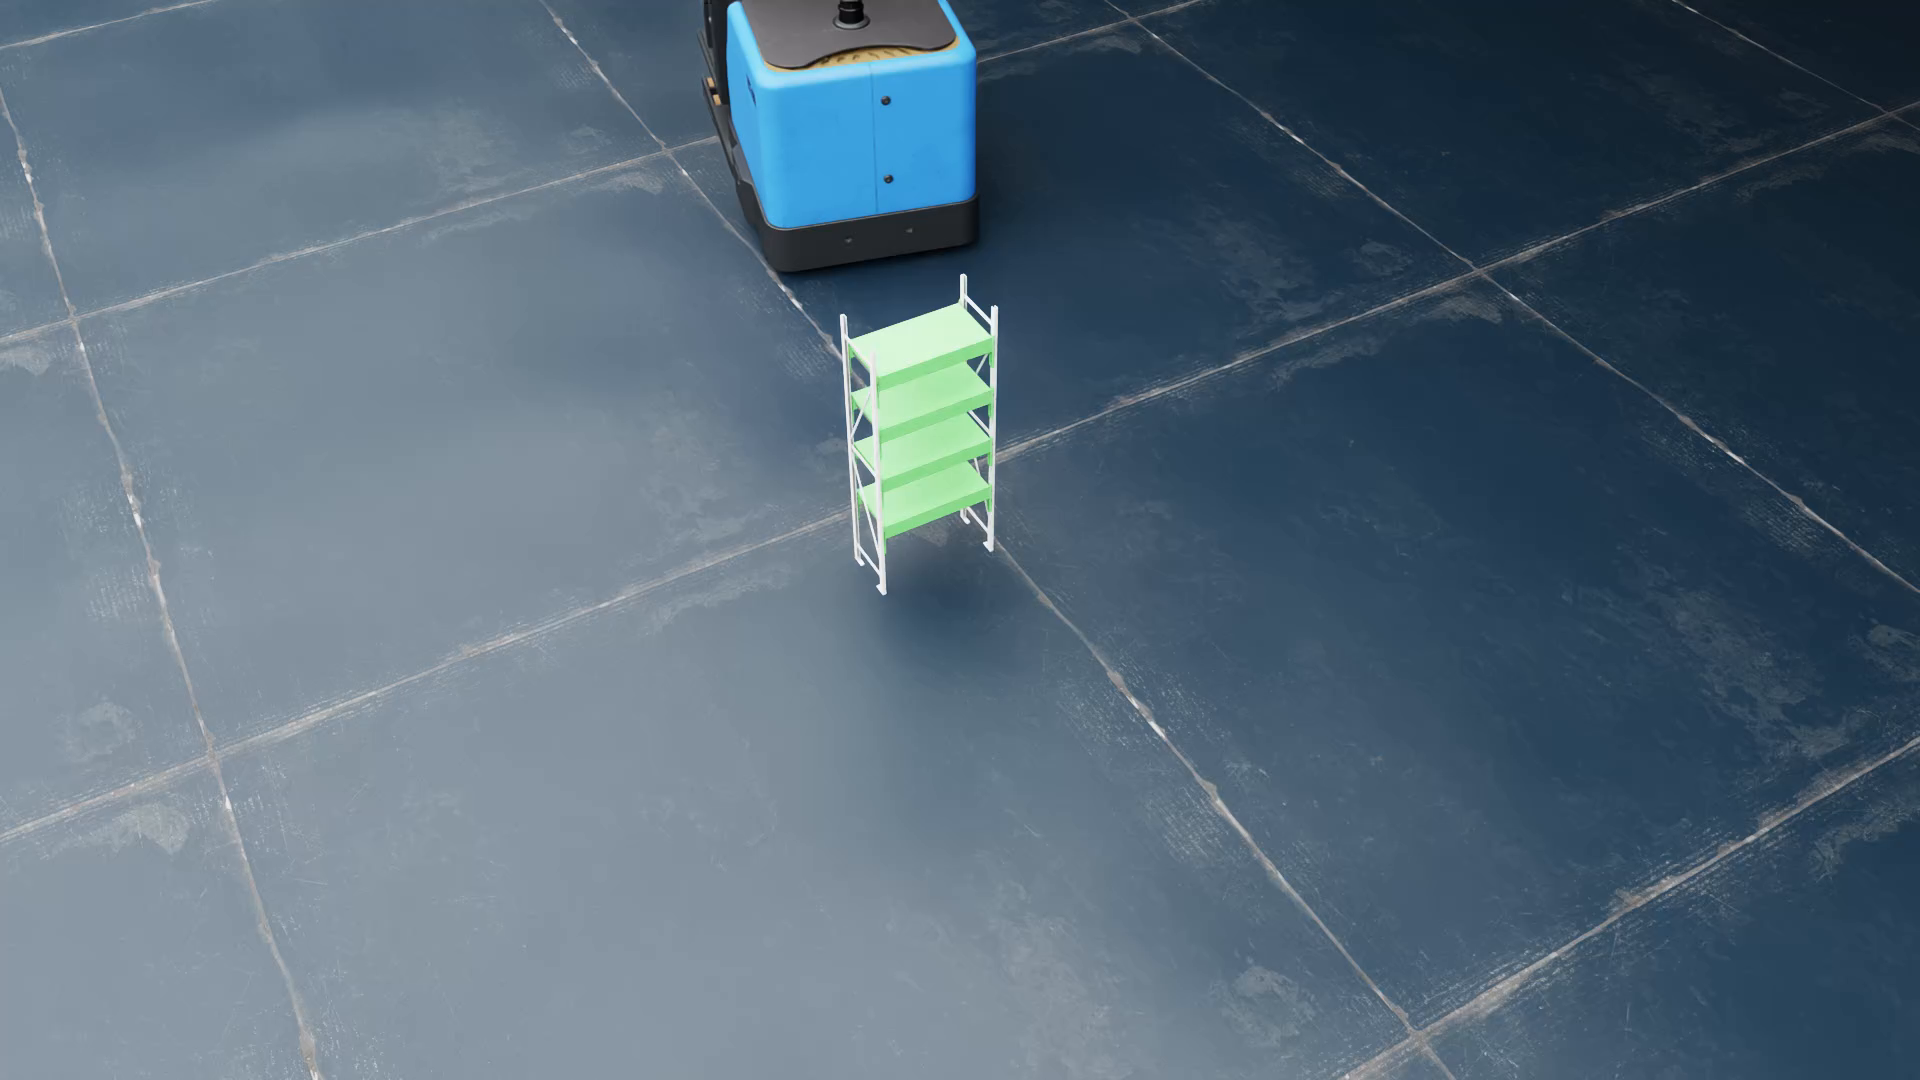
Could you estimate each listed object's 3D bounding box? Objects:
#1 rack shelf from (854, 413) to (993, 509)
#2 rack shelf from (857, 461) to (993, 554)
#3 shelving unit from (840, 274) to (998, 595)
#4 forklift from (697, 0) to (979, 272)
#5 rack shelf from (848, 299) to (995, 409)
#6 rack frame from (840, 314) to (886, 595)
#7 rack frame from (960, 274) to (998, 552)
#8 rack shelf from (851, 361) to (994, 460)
[{"bbox_3d":[-0.144,-0.327,6.317,0.480,0.148,0.258,-22,48,-21],"label":"rack shelf"},{"bbox_3d":[-0.144,-0.155,6.485,0.480,0.148,0.258,-22,48,-21],"label":"rack shelf"},{"bbox_3d":[-0.144,-0.373,6.273,0.503,1.200,0.258,-22,48,-21],"label":"shelving unit"},{"bbox_3d":[-0.797,-3.381,8.130,1.130,2.935,3.031,-11,45,-11],"label":"forklift"},{"bbox_3d":[-0.144,-0.672,5.983,0.480,0.148,0.258,-22,48,-21],"label":"rack shelf"},{"bbox_3d":[-0.355,-0.288,6.186,0.015,1.200,0.240,-22,48,-21],"label":"rack frame"},{"bbox_3d":[0.068,-0.458,6.360,0.015,1.200,0.240,-22,48,-21],"label":"rack frame"},{"bbox_3d":[-0.144,-0.500,6.150,0.480,0.148,0.258,-22,48,-21],"label":"rack shelf"}]
